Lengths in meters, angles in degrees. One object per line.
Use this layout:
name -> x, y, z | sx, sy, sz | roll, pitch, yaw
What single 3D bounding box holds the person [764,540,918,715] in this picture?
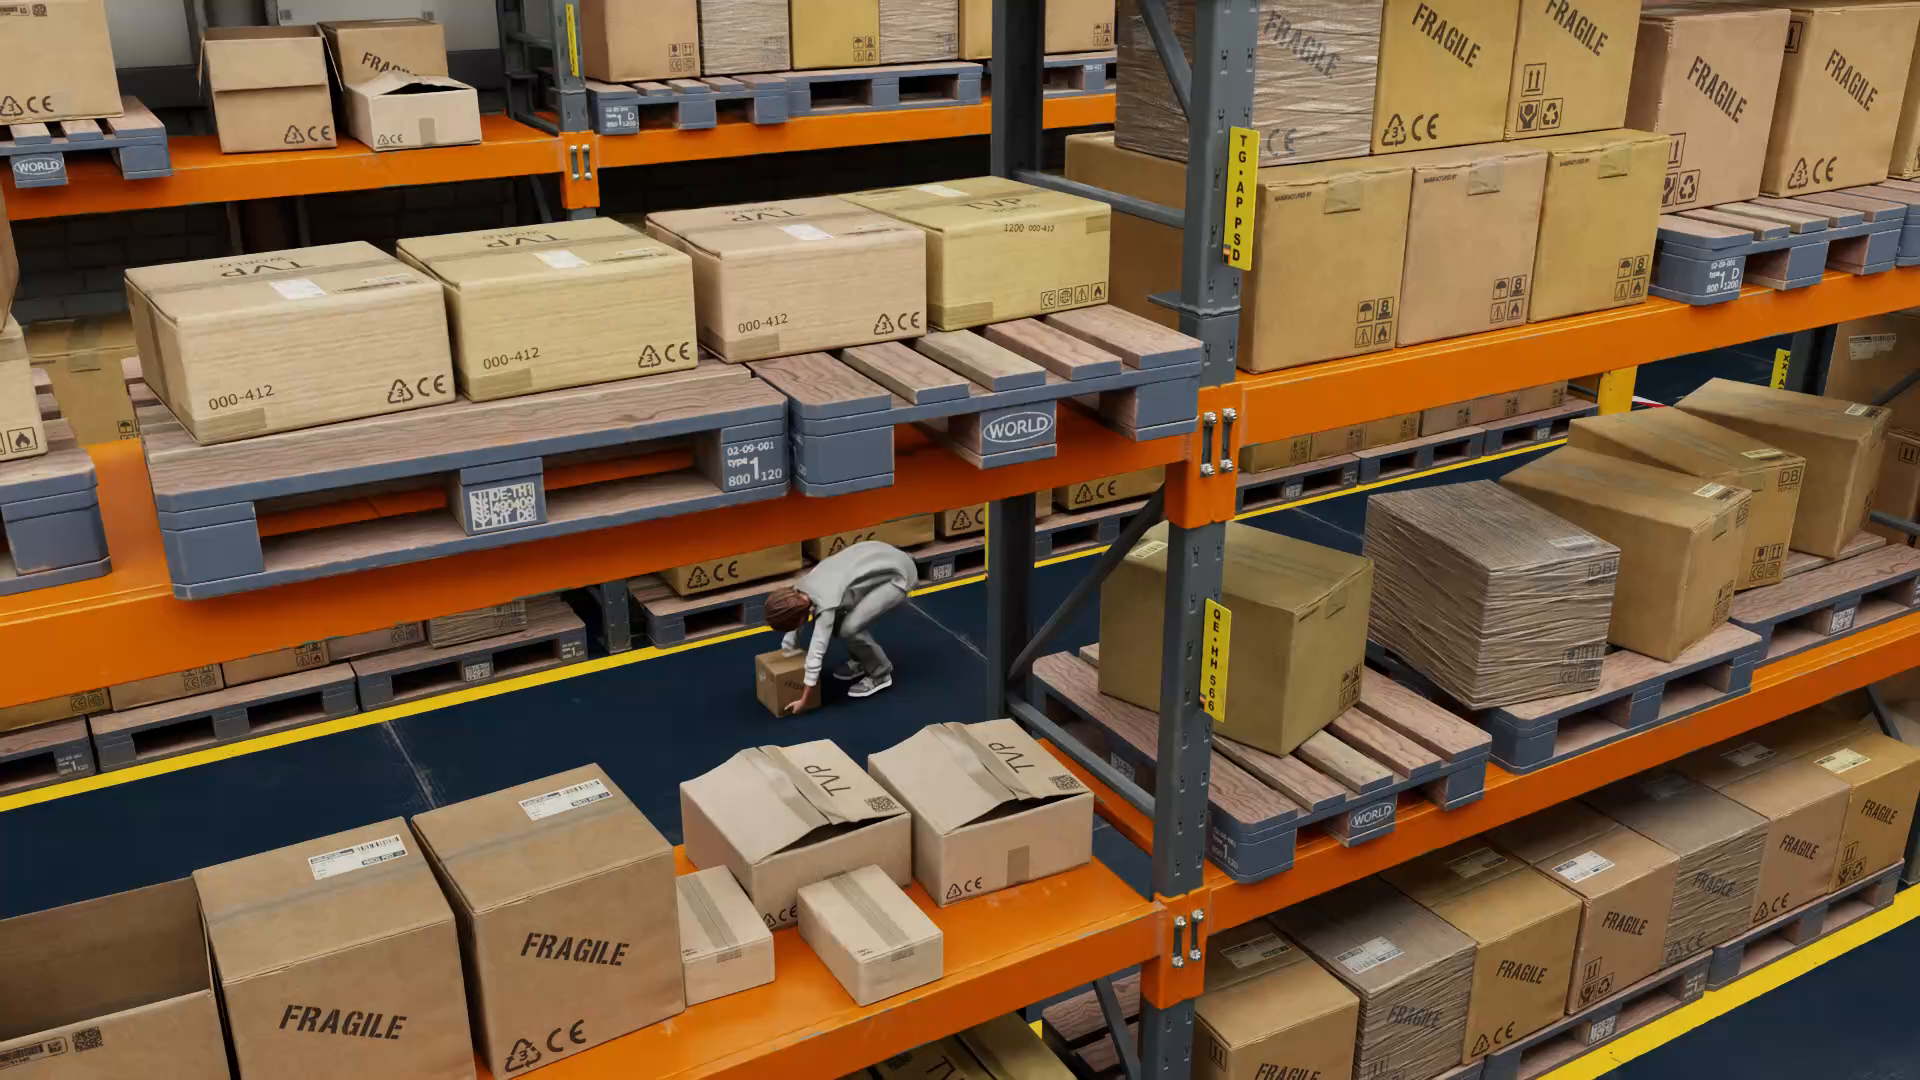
person -> -0.617, 0.454, 8.645 | 0.867, 0.758, 0.424 | -14, 26, -30
